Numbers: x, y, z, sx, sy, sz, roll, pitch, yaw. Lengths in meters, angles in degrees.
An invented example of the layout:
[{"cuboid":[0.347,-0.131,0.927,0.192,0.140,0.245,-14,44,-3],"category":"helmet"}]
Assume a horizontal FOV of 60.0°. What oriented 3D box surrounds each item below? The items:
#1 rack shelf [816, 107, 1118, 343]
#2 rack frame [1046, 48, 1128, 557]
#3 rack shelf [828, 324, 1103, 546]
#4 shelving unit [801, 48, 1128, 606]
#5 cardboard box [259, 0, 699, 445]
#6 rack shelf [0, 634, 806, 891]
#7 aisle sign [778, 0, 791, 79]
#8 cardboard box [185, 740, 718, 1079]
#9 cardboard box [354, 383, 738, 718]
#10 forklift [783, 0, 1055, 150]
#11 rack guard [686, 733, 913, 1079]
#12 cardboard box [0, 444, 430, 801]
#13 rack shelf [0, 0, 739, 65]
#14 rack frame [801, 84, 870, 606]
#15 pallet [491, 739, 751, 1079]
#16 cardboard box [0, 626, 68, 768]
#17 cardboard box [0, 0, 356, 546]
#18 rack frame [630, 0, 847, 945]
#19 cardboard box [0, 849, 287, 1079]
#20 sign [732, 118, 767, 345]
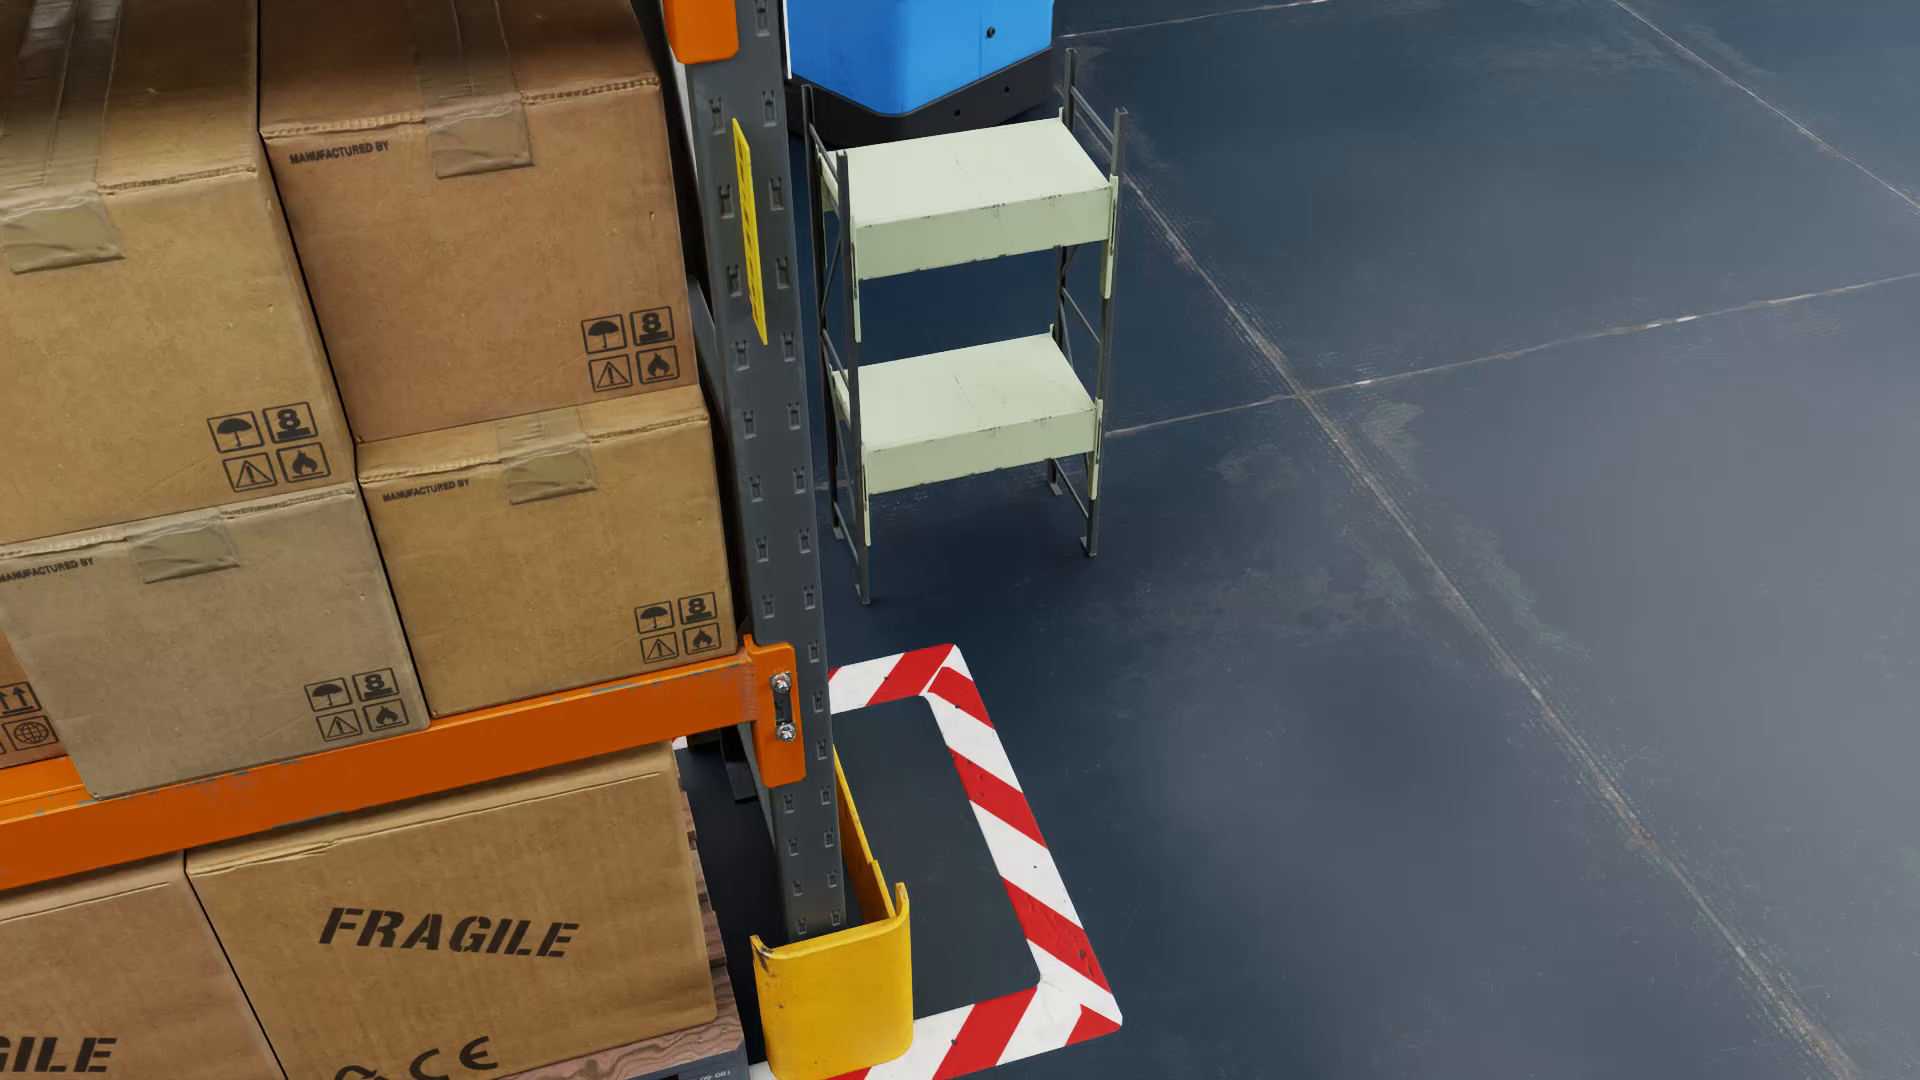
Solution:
[{"cuboid":[0.006,-0.860,4.501,0.720,0.370,0.431,-12,42,-13],"category":"rack shelf"},{"cuboid":[0.355,-0.638,4.841,0.023,1.500,0.400,-12,42,-13],"category":"rack frame"},{"cuboid":[0.006,-0.321,4.973,0.720,0.370,0.431,-12,42,-13],"category":"rack shelf"},{"cuboid":[0.006,-0.566,4.758,0.755,1.500,0.431,-12,42,-13],"category":"shelving unit"},{"cuboid":[-0.821,-0.676,2.810,0.550,0.550,0.875,-12,42,-13],"category":"cardboard box"},{"cuboid":[-2.363,0.404,3.055,4.000,0.370,1.077,-12,42,-13],"category":"rack shelf"},{"cuboid":[-0.297,-1.067,2.216,0.004,0.787,0.394,-12,42,-13],"category":"aisle sign"},{"cuboid":[-1.082,0.555,3.630,0.875,0.875,0.875,-11,42,-13],"category":"cardboard box"},{"cuboid":[-0.796,-0.217,3.104,0.550,0.550,0.875,-12,42,-13],"category":"cardboard box"},{"cuboid":[-0.990,-3.500,7.029,3.031,2.935,1.130,33,51,32],"category":"forklift"},{"cuboid":[-0.432,0.674,4.098,0.348,0.500,1.175,-12,42,-13],"category":"rack guard"},{"cuboid":[-1.314,-0.095,2.964,0.550,0.550,0.875,-12,42,-13],"category":"cardboard box"},{"cuboid":[-2.363,-0.726,2.068,4.000,0.370,1.077,-12,42,-13],"category":"rack shelf"},{"cuboid":[-0.343,-0.494,4.675,0.023,1.500,0.400,-12,42,-13],"category":"rack frame"},{"cuboid":[-1.194,0.995,3.951,1.213,0.211,1.003,-12,42,-13],"category":"pallet"},{"cuboid":[-1.885,-0.063,2.928,0.550,0.550,0.875,-12,42,-13],"category":"cardboard box"},{"cuboid":[-1.318,-0.510,2.619,0.550,0.550,0.875,-12,42,-13],"category":"cardboard box"},{"cuboid":[-0.455,-0.262,3.270,0.127,3.000,1.000,-12,42,-13],"category":"rack frame"},{"cuboid":[-1.921,0.730,3.430,0.875,0.875,0.875,-12,43,-14],"category":"cardboard box"},{"cuboid":[-0.305,-0.444,2.419,0.005,0.325,0.100,-12,42,-13],"category":"sign"}]
